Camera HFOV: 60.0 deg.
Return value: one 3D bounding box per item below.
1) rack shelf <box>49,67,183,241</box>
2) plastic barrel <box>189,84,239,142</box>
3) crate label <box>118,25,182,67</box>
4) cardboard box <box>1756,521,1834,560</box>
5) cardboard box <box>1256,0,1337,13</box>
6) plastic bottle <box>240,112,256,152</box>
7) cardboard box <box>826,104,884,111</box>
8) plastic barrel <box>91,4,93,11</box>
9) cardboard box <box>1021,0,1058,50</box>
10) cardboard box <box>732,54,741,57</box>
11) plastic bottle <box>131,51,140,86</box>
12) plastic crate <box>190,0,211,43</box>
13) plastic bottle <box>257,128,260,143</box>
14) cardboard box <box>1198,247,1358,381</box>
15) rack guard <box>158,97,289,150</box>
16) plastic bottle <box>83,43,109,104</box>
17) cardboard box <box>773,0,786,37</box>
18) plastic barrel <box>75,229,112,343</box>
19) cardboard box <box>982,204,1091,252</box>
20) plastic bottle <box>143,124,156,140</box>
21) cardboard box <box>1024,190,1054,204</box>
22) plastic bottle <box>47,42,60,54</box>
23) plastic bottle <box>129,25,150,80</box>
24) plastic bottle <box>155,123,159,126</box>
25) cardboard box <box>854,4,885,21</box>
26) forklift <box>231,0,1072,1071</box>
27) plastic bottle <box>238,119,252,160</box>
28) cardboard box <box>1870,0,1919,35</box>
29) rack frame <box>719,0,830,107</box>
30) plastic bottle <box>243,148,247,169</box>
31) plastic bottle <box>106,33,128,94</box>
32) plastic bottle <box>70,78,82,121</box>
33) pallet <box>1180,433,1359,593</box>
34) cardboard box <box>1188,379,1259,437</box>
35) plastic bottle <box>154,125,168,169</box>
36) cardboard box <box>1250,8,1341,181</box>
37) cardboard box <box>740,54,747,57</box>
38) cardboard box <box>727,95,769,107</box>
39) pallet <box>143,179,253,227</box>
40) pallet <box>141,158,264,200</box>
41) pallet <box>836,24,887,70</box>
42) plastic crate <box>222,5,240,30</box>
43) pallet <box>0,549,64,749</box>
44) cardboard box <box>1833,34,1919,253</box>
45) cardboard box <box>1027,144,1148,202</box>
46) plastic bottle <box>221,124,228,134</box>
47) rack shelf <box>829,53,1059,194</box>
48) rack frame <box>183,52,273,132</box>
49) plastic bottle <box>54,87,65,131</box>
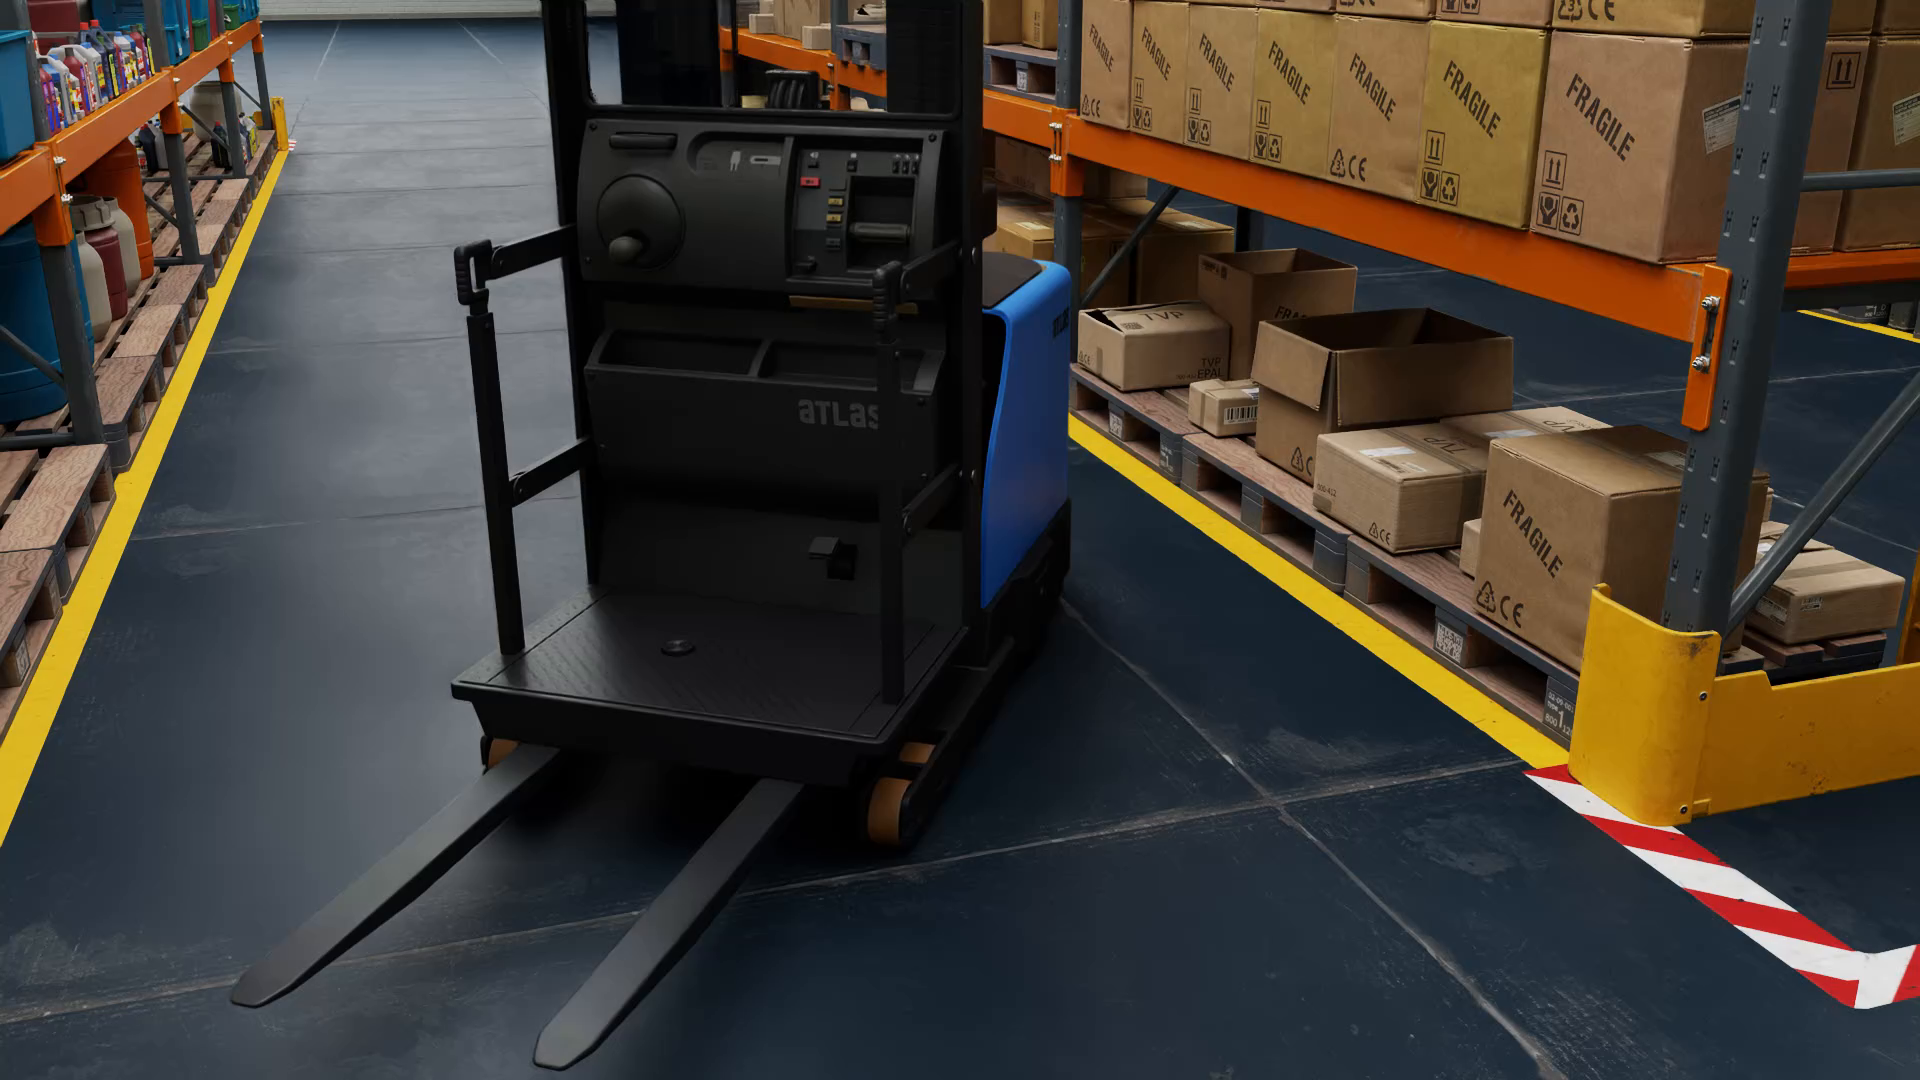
[{"bbox_3d":[-4.419,-1.871,7.751,1.077,0.370,4.000,-6,21,-17],"label":"rack shelf"},{"bbox_3d":[-7.126,-4.081,15.901,0.421,0.512,0.421,0,20,0],"label":"plastic barrel"},{"bbox_3d":[-4.825,-2.947,9.932,0.303,0.233,0.416,-6,21,-17],"label":"crate label"},{"bbox_3d":[2.286,0.066,4.835,0.380,0.166,0.250,-6,21,-17],"label":"cardboard box"},{"bbox_3d":[1.281,-1.933,5.233,0.500,0.500,0.500,-6,21,-16],"label":"cardboard box"},{"bbox_3d":[-6.416,-3.655,14.922,0.144,0.351,0.185,-6,20,-15],"label":"plastic bottle"},{"bbox_3d":[-0.878,-3.401,13.565,0.500,0.311,0.500,-6,21,-17],"label":"cardboard box"},{"bbox_3d":[-5.706,-3.346,10.630,0.421,0.512,0.421,0,20,0],"label":"plastic barrel"},{"bbox_3d":[0.700,-2.727,8.302,0.700,0.500,0.500,-3,20,-9],"label":"cardboard box"},{"bbox_3d":[-2.433,-4.523,16.407,0.500,0.500,0.500,-6,21,-17],"label":"cardboard box"},{"bbox_3d":[-4.333,-2.466,8.640,0.097,0.201,0.097,0,20,0],"label":"plastic bottle"},{"bbox_3d":[-5.663,-3.806,12.100,0.392,0.384,0.575,-6,21,-17],"label":"plastic crate"},{"bbox_3d":[-6.569,-3.766,15.452,0.097,0.201,0.097,0,20,0],"label":"plastic bottle"},{"bbox_3d":[1.361,-0.970,7.228,0.500,0.500,0.500,-6,21,-17],"label":"cardboard box"},{"bbox_3d":[-7.494,-4.222,16.933,1.175,0.500,0.348,-6,21,-17],"label":"rack guard"},{"bbox_3d":[-3.980,-2.139,7.624,0.097,0.271,0.097,0,20,0],"label":"plastic bottle"},{"bbox_3d":[-1.210,-4.290,13.274,0.500,0.500,0.500,-5,20,-13],"label":"cardboard box"},{"bbox_3d":[-4.261,-1.189,7.847,0.421,0.512,0.421,0,20,0],"label":"plastic barrel"},{"bbox_3d":[0.338,-1.411,8.453,0.500,0.500,0.500,-6,21,-17],"label":"cardboard box"},{"bbox_3d":[-6.842,-3.333,14.025,0.144,0.351,0.185,-7,21,-20],"label":"plastic bottle"},{"bbox_3d":[0.664,-1.635,9.079,0.500,0.500,0.500,-6,21,-17],"label":"cardboard box"},{"bbox_3d":[-4.147,-2.155,7.668,0.097,0.271,0.097,0,20,0],"label":"plastic bottle"},{"bbox_3d":[-4.443,-2.638,8.995,0.061,0.283,0.133,-6,21,-17],"label":"plastic bottle"},{"bbox_3d":[-7.149,-3.584,14.843,0.097,0.271,0.097,0,20,0],"label":"plastic bottle"},{"bbox_3d":[-0.442,-3.642,11.750,0.500,0.311,0.500,-7,21,-18],"label":"cardboard box"},{"bbox_3d":[-0.552,-0.805,3.822,1.130,2.935,3.031,6,21,16],"label":"forklift"},{"bbox_3d":[-6.224,-3.459,14.376,0.144,0.351,0.185,-7,21,-19],"label":"plastic bottle"},{"bbox_3d":[2.281,-1.497,4.020,0.500,0.500,0.500,-6,21,-16],"label":"cardboard box"},{"bbox_3d":[-1.602,-4.660,14.452,1.000,3.000,0.127,-6,21,-17],"label":"rack frame"},{"bbox_3d":[-6.021,-3.206,13.894,0.097,0.201,0.097,0,20,0],"label":"plastic bottle"},{"bbox_3d":[-4.157,-2.345,8.180,0.061,0.283,0.133,-6,21,-17],"label":"plastic bottle"},{"bbox_3d":[-3.731,-1.852,6.928,0.097,0.201,0.097,0,20,0],"label":"plastic bottle"},{"bbox_3d":[1.515,-0.167,6.071,1.003,0.211,1.213,-6,21,-17],"label":"pallet"},{"bbox_3d":[1.121,-0.532,6.501,0.380,0.166,0.250,-6,21,-17],"label":"cardboard box"},{"bbox_3d":[-6.644,-3.286,13.897,0.144,0.351,0.185,-6,21,-17],"label":"plastic bottle"},{"bbox_3d":[1.295,-1.459,5.394,0.500,0.500,0.500,-7,21,-18],"label":"cardboard box"},{"bbox_3d":[-1.924,-4.579,16.566,0.500,0.500,0.500,-6,21,-17],"label":"cardboard box"},{"bbox_3d":[-1.708,-3.668,14.308,0.500,0.311,0.500,-6,21,-17],"label":"cardboard box"},{"bbox_3d":[-6.022,-2.574,12.772,1.003,0.211,1.213,-6,21,-17],"label":"pallet"},{"bbox_3d":[-6.477,-3.042,14.074,1.003,0.211,1.213,-6,21,-17],"label":"pallet"},{"bbox_3d":[-0.065,-3.076,10.326,1.213,0.211,1.003,-6,21,-17],"label":"pallet"},{"bbox_3d":[-6.464,-4.501,14.323,0.450,0.188,0.662,-6,21,-17],"label":"plastic crate"},{"bbox_3d":[-3.136,0.369,4.577,1.003,0.211,1.213,-6,21,-17],"label":"pallet"},{"bbox_3d":[2.281,-1.026,4.189,0.500,0.500,0.500,-6,21,-16],"label":"cardboard box"},{"bbox_3d":[0.678,-1.978,8.924,0.500,0.250,0.500,-6,21,-17],"label":"cardboard box"},{"bbox_3d":[-6.491,-3.536,14.703,0.152,0.276,0.135,-6,21,-17],"label":"plastic bottle"},{"bbox_3d":[0.284,-2.396,9.213,1.077,0.370,4.000,-6,21,-17],"label":"rack shelf"},{"bbox_3d":[-7.562,-5.418,16.564,1.000,3.000,0.127,-6,21,-17],"label":"rack frame"},{"bbox_3d":[-3.597,-1.715,6.547,0.097,0.201,0.097,0,20,0],"label":"plastic bottle"}]
